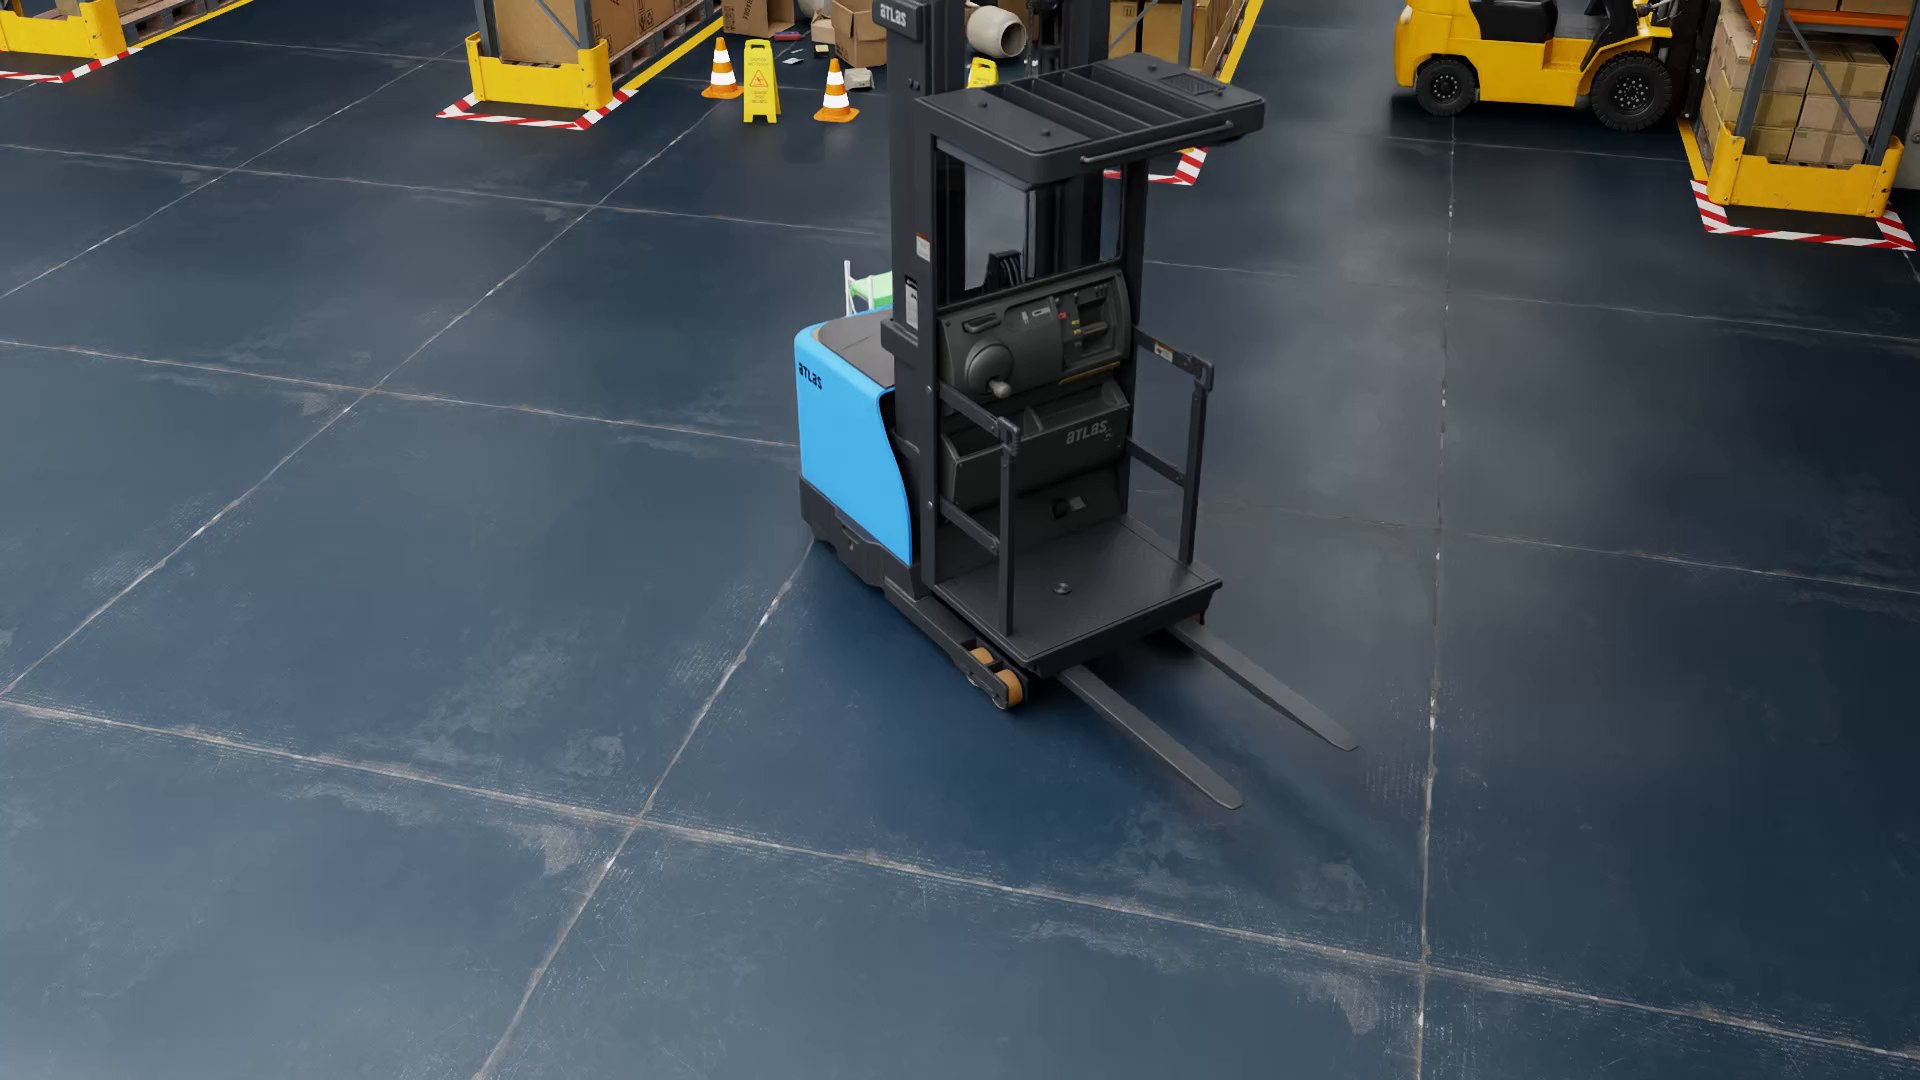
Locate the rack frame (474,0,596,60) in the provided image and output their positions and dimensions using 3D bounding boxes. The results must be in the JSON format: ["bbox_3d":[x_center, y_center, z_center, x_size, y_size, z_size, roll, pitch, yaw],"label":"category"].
[{"bbox_3d":[-3.537,-5.035,13.375,1.000,3.000,0.127,8,33,12],"label":"rack frame"}]

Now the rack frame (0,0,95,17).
[{"bbox_3d":[-8.309,-5.763,14.520,1.000,3.000,0.127,8,33,12],"label":"rack frame"}]

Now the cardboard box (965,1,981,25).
[{"bbox_3d":[0.009,-5.205,16.190,0.258,0.266,0.396,-14,35,-21],"label":"cardboard box"}]

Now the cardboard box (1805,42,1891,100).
[{"bbox_3d":[6.384,-3.402,12.046,0.500,0.250,0.500,8,33,12],"label":"cardboard box"}]

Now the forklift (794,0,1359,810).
[{"bbox_3d":[0.449,-0.809,6.790,1.130,2.935,3.031,-20,38,-28],"label":"forklift"}]

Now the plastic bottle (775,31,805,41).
[{"bbox_3d":[-1.602,-4.743,15.654,0.283,0.061,0.133,-3,33,-4],"label":"plastic bottle"}]

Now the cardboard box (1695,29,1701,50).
[{"bbox_3d":[6.279,-4.052,13.533,0.500,0.250,0.500,8,33,12],"label":"cardboard box"}]

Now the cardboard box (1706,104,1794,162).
[{"bbox_3d":[5.892,-3.044,12.413,0.500,0.250,0.500,8,33,13],"label":"cardboard box"}]

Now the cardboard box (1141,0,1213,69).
[{"bbox_3d":[1.754,-4.141,13.440,0.500,0.500,0.500,7,33,11],"label":"cardboard box"}]

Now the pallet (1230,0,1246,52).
[{"bbox_3d":[2.155,-4.960,15.855,1.003,0.211,1.213,8,33,12],"label":"pallet"}]

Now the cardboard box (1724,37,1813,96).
[{"bbox_3d":[5.894,-3.460,12.137,0.500,0.250,0.500,9,34,14],"label":"cardboard box"}]

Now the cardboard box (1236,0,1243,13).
[{"bbox_3d":[2.402,-5.163,15.747,0.500,0.250,0.500,10,34,15],"label":"cardboard box"}]

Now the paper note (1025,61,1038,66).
[{"bbox_3d":[0.664,-4.307,14.996,0.142,0.019,0.148,-3,33,-4],"label":"paper note"}]

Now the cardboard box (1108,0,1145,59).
[{"bbox_3d":[1.228,-4.198,13.531,0.500,0.500,0.500,8,33,13],"label":"cardboard box"}]

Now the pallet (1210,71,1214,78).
[{"bbox_3d":[1.536,-3.693,13.863,1.003,0.211,1.213,8,33,12],"label":"pallet"}]

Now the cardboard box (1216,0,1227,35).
[{"bbox_3d":[2.018,-4.672,14.275,0.500,0.500,0.500,9,33,13],"label":"cardboard box"}]

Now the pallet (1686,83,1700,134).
[{"bbox_3d":[6.544,-3.597,13.711,1.003,0.211,1.213,8,33,12],"label":"pallet"}]

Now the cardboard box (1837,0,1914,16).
[{"bbox_3d":[6.473,-4.001,11.655,0.500,0.500,0.500,9,34,14],"label":"cardboard box"}]

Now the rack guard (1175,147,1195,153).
[{"bbox_3d":[1.296,-3.398,13.130,1.175,0.500,0.348,8,33,12],"label":"rack guard"}]

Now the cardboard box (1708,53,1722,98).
[{"bbox_3d":[6.038,-3.522,12.699,0.500,0.250,0.500,8,33,12],"label":"cardboard box"}]

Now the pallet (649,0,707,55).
[{"bbox_3d":[-3.098,-4.915,15.785,1.003,0.211,1.213,8,33,12],"label":"pallet"}]

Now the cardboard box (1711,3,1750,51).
[{"bbox_3d":[6.136,-3.989,12.969,0.500,0.250,0.500,8,33,13],"label":"cardboard box"}]

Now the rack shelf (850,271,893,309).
[{"bbox_3d":[-0.290,-1.238,8.304,0.480,0.148,0.258,-20,38,-28],"label":"rack shelf"}]

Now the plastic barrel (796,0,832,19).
[{"bbox_3d":[-1.326,-5.226,16.077,0.421,0.421,0.512,-21,38,-29],"label":"plastic barrel"}]

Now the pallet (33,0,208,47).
[{"bbox_3d":[-8.049,-5.043,15.985,1.003,0.211,1.213,8,33,12],"label":"pallet"}]

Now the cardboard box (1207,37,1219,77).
[{"bbox_3d":[1.886,-4.076,14.036,0.500,0.250,0.500,9,34,14],"label":"cardboard box"}]

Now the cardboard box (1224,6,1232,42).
[{"bbox_3d":[2.143,-4.622,14.896,0.500,0.250,0.500,9,33,13],"label":"cardboard box"}]

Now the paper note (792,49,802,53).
[{"bbox_3d":[-1.503,-4.509,15.333,0.032,0.001,0.123,28,42,36],"label":"paper note"}]

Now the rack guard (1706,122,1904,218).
[{"bbox_3d":[6.073,-2.673,11.988,1.175,0.500,0.348,8,33,12],"label":"rack guard"}]

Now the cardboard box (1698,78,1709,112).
[{"bbox_3d":[6.163,-3.559,13.224,0.500,0.250,0.500,8,33,13],"label":"cardboard box"}]

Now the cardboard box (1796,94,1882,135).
[{"bbox_3d":[6.399,-3.184,12.167,0.500,0.250,0.500,9,33,13],"label":"cardboard box"}]

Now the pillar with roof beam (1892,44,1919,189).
[{"bbox_3d":[2.963,-7.096,11.025,9.100,9.000,0.400,8,33,12],"label":"pillar with roof beam"}]

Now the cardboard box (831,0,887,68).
[{"bbox_3d":[-0.727,-4.617,15.043,0.797,0.503,0.637,-14,35,-21],"label":"cardboard box"}]

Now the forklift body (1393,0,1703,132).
[{"bbox_3d":[4.795,-4.614,13.503,2.313,2.155,1.214,8,33,12],"label":"forklift body"}]

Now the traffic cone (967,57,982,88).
[{"bbox_3d":[0.138,-3.742,13.705,0.336,0.463,0.334,8,33,12],"label":"traffic cone"}]

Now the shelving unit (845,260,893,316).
[{"bbox_3d":[-0.290,-0.887,8.527,0.503,1.200,0.258,-20,38,-28],"label":"shelving unit"}]

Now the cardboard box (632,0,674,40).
[{"bbox_3d":[-3.208,-5.134,15.119,0.875,0.875,0.875,8,33,12],"label":"cardboard box"}]

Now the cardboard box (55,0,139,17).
[{"bbox_3d":[-8.134,-5.207,15.584,0.500,0.500,0.500,14,35,21],"label":"cardboard box"}]

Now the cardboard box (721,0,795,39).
[{"bbox_3d":[-1.923,-5.112,15.823,0.500,0.500,0.500,14,35,21],"label":"cardboard box"}]

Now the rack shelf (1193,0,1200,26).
[{"bbox_3d":[1.784,-5.148,14.223,1.077,0.370,4.000,8,33,12],"label":"rack shelf"}]

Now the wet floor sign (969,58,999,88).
[{"bbox_3d":[0.193,-3.467,13.103,0.267,0.644,0.232,20,38,29],"label":"wet floor sign"}]
